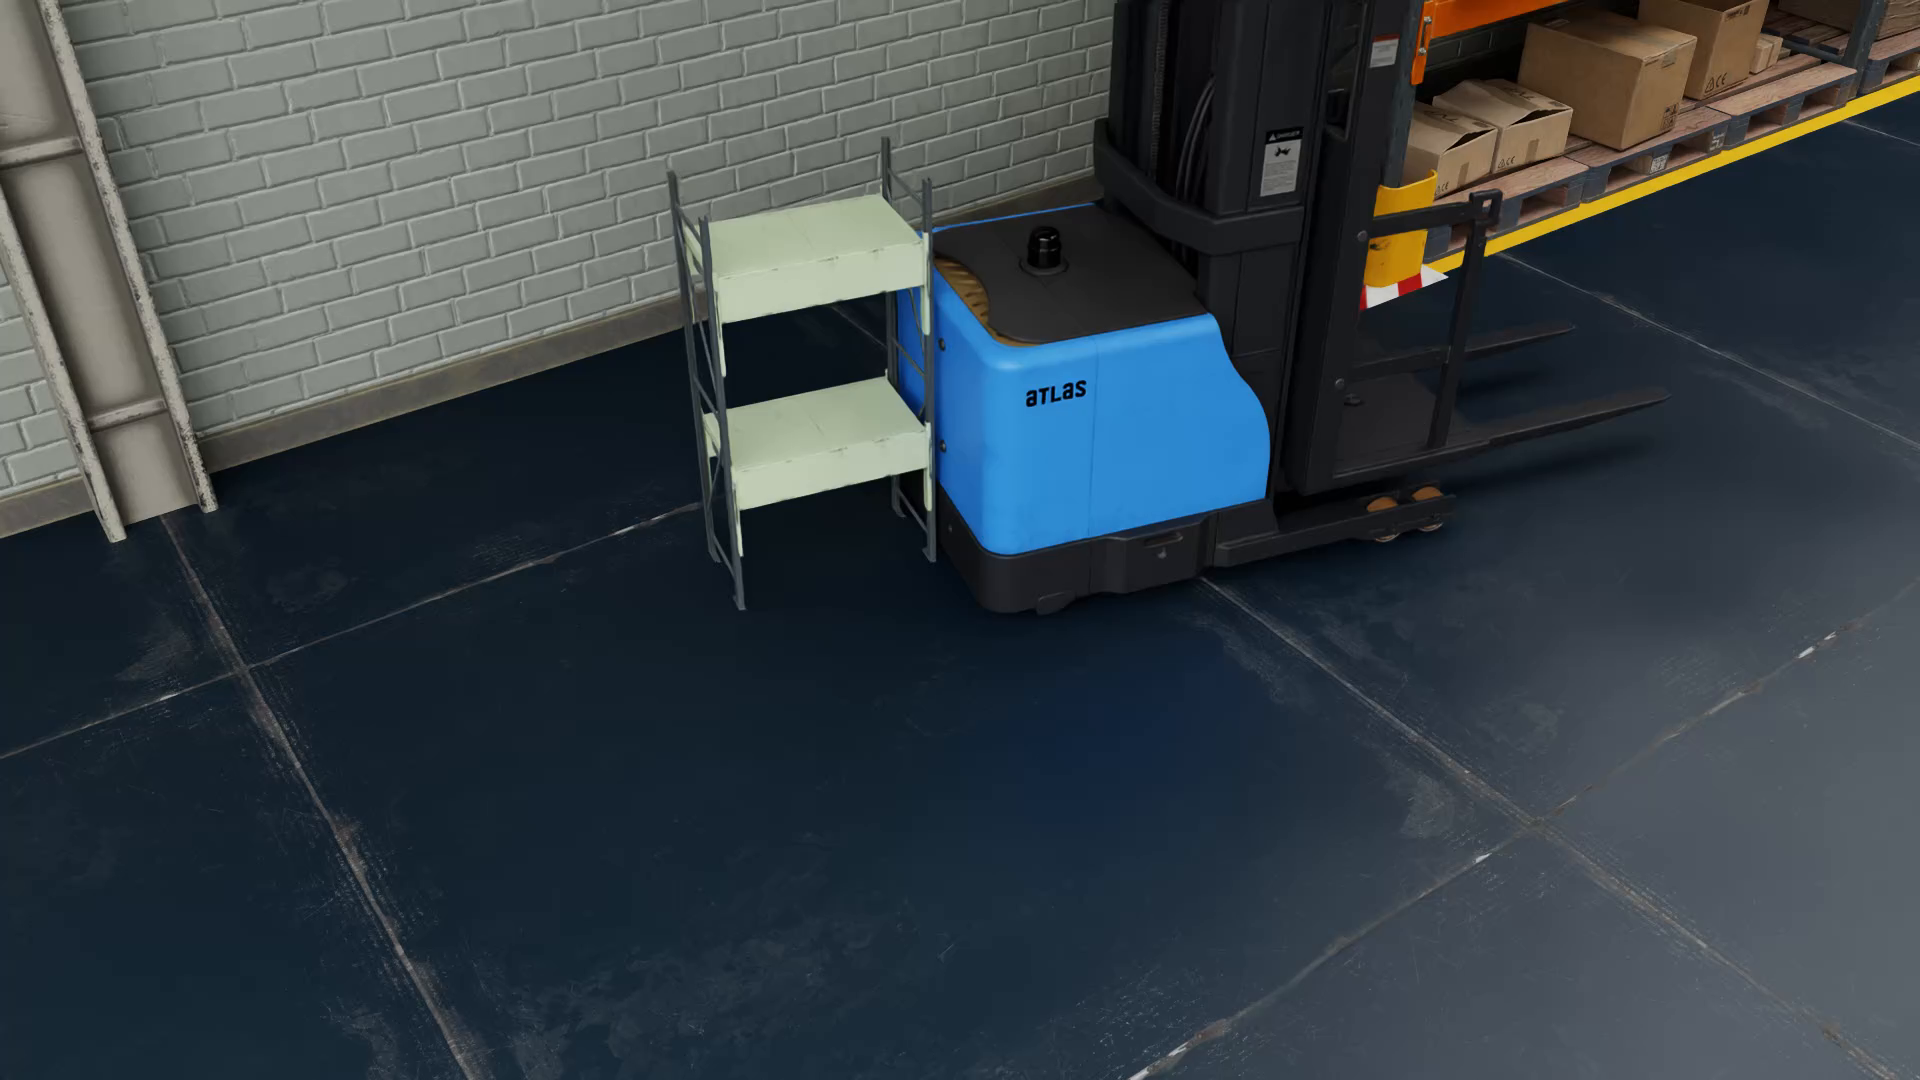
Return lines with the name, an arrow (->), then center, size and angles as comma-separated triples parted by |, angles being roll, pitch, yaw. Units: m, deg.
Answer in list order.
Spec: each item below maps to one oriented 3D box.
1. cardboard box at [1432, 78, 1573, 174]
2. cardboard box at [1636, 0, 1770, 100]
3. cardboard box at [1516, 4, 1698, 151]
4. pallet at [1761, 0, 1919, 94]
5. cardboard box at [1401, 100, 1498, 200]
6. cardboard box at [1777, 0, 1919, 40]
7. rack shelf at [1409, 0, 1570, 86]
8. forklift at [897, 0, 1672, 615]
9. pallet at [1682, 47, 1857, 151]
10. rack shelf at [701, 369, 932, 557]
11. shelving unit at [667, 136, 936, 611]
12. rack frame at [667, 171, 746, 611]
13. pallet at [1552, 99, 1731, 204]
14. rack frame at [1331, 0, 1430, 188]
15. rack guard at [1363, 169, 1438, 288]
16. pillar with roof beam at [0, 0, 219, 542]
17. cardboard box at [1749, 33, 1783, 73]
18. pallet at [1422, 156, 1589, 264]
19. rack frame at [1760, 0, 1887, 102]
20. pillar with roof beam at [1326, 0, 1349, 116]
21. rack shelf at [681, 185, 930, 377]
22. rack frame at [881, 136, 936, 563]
cardboard box -> 2.805, -2.185, 8.645 | 0.500, 0.311, 0.500 | -19, 40, -24
cardboard box -> 4.166, -2.857, 9.418 | 0.500, 0.500, 0.500 | -26, 43, -31
cardboard box -> 3.434, -2.484, 8.899 | 0.500, 0.500, 0.700 | -25, 43, -31
pallet -> 5.627, -3.192, 10.507 | 1.213, 0.211, 1.003 | -22, 41, -28
cardboard box -> 2.339, -1.993, 8.378 | 0.500, 0.311, 0.500 | -28, 44, -33
cardboard box -> 5.583, -3.481, 10.285 | 0.500, 0.500, 0.700 | -21, 41, -26
rack shelf -> 3.356, -3.097, 8.603 | 4.000, 0.370, 1.077 | -22, 41, -28
forklift -> 1.329, -1.458, 5.768 | 3.031, 2.935, 1.130 | -12, 38, -17
pallet -> 4.463, -2.687, 9.805 | 1.213, 0.211, 1.003 | -22, 41, -28
rack shelf -> -0.513, -0.285, 5.919 | 0.720, 0.370, 0.431 | -14, 38, -19
shelving unit -> -0.513, -0.549, 5.729 | 0.755, 1.500, 0.431 | -14, 38, -19
rack frame -> -0.849, -0.465, 5.613 | 0.023, 1.500, 0.400 | -14, 38, -19
pallet -> 3.465, -2.274, 9.231 | 1.213, 0.211, 1.003 | -22, 41, -28
rack frame -> 1.722, -2.716, 7.458 | 0.127, 3.000, 1.000 | -22, 41, -28
rack guard -> 1.784, -1.727, 8.223 | 0.348, 0.500, 1.175 | -22, 41, -28
pillar with roof beam -> -0.629, -1.727, 0.944 | 0.400, 9.000, 9.100 | -22, 41, -28
cardboard box -> 4.571, -2.896, 9.757 | 0.250, 0.166, 0.380 | -28, 44, -33
pallet -> 2.468, -1.866, 8.664 | 1.213, 0.211, 1.003 | -22, 41, -28
rack frame -> 4.991, -4.062, 9.328 | 0.127, 3.000, 1.000 | -22, 41, -28
pillar with roof beam -> 4.276, -3.745, 3.750 | 0.400, 9.000, 9.100 | -22, 41, -28
rack shelf -> -0.513, -0.866, 5.501 | 0.720, 0.370, 0.431 | -14, 38, -19
rack frame -> -0.176, -0.633, 5.846 | 0.023, 1.500, 0.400 | -14, 38, -19
